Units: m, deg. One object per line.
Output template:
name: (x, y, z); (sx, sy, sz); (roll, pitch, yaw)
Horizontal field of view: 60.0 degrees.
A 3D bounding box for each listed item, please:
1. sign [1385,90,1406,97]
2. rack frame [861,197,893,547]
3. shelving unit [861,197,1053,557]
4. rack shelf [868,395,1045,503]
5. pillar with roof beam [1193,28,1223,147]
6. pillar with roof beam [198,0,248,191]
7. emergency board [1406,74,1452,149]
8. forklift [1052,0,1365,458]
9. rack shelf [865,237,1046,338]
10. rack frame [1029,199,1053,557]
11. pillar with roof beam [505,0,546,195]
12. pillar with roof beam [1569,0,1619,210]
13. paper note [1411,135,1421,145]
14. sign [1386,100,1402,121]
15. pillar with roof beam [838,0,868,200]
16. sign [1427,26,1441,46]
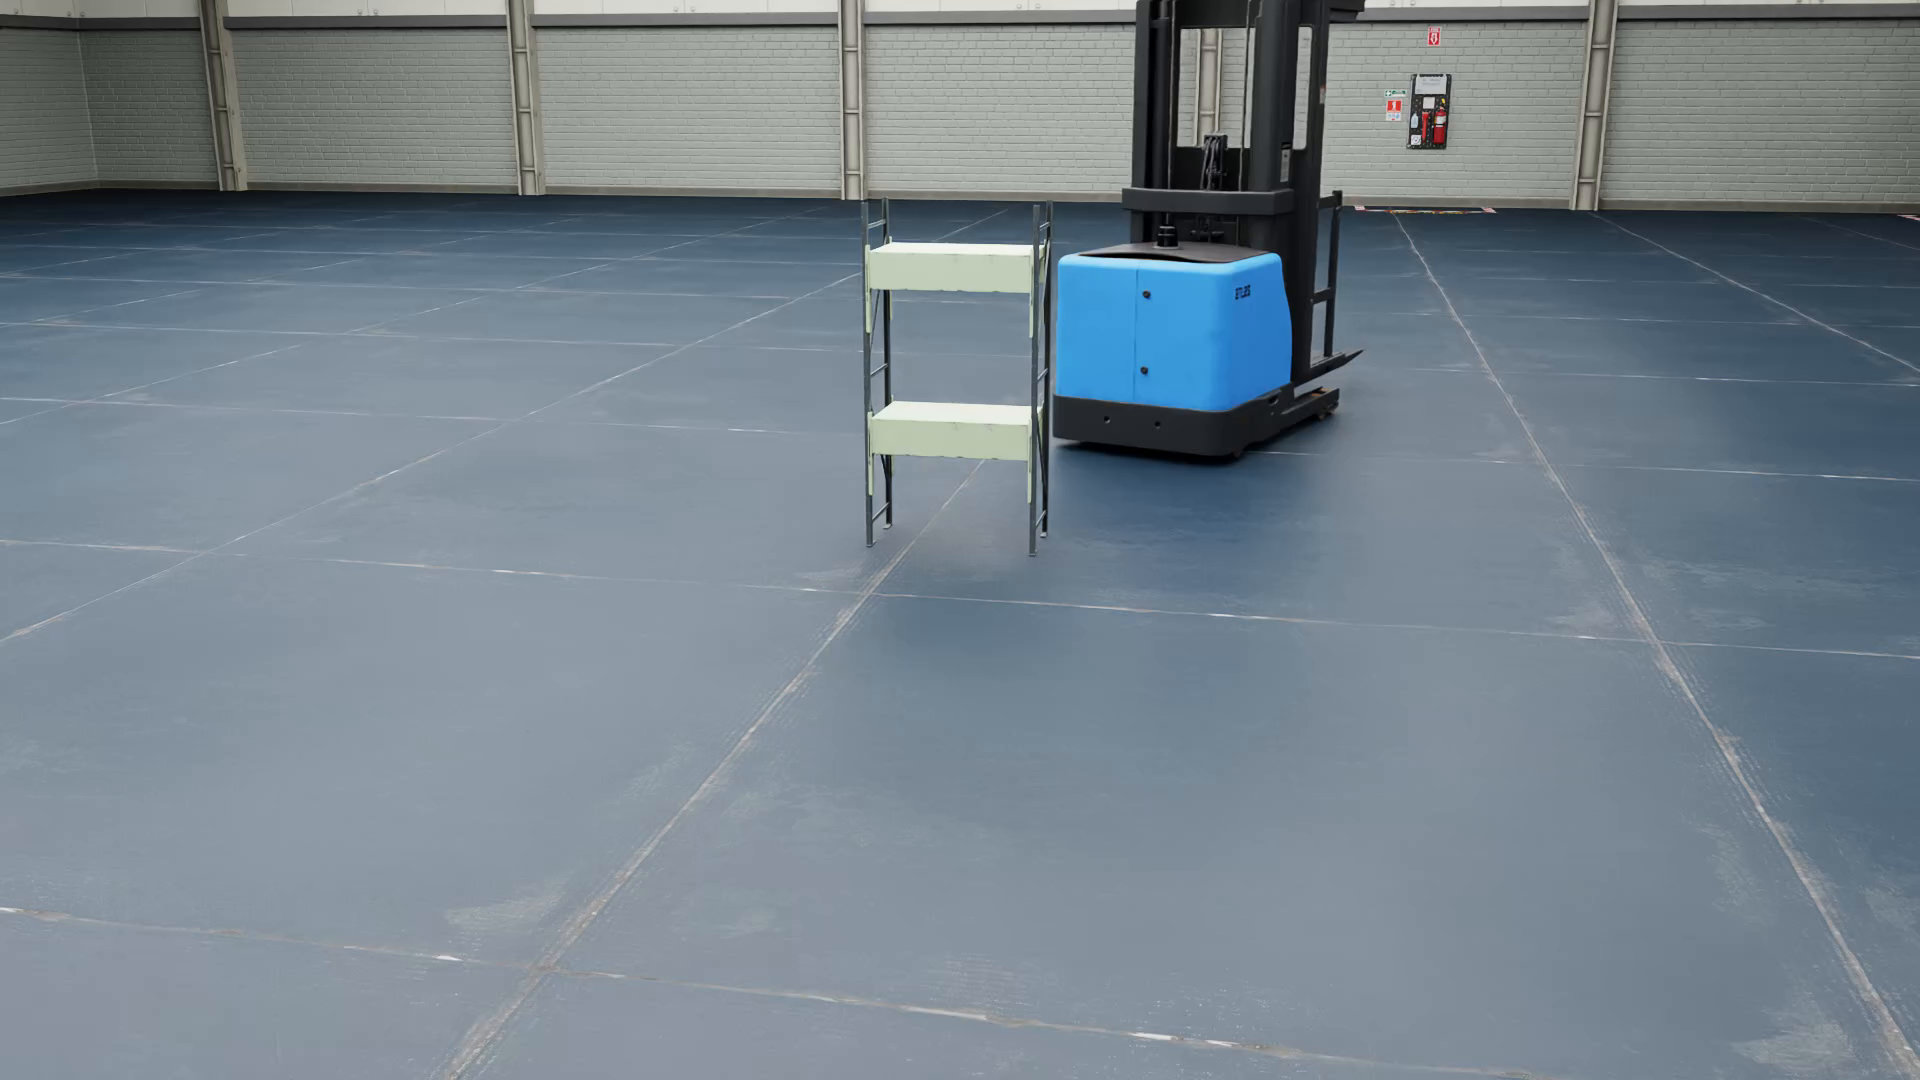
sign: (7.002, -7.182, 26.741); (0.331, 0.109, 0.001); (3, 16, 11)
rack frame: (-0.365, -0.743, 7.363); (0.023, 1.500, 0.400); (3, 16, 11)
shelving unit: (-0.007, -0.723, 7.293); (0.755, 1.500, 0.431); (3, 16, 11)
rack shelf: (-0.007, -0.409, 7.380); (0.720, 0.370, 0.431); (3, 16, 11)
pillar with roof beam: (3.197, -8.798, 22.397); (0.400, 9.000, 9.100); (3, 16, 11)
pillar with roof beam: (-14.442, -9.756, 25.854); (0.400, 9.000, 9.100); (3, 16, 11)
emergency board: (7.520, -6.856, 26.622); (0.643, 1.169, 0.194); (3, 16, 11)
forklift: (1.698, -2.198, 9.936); (1.130, 2.935, 3.031); (9, 18, 29)
rack shelf: (-0.007, -1.099, 7.189); (0.720, 0.370, 0.431); (3, 16, 11)
rack frame: (0.352, -0.704, 7.223); (0.023, 1.500, 0.400); (3, 16, 11)
pillar with roof beam: (-8.562, -9.437, 24.702); (0.400, 9.000, 9.100); (3, 16, 11)
pillar with roof beam: (9.077, -8.479, 21.245); (0.400, 9.000, 9.100); (3, 16, 11)
paper note: (7.361, -6.458, 26.839); (0.142, 0.148, 0.016); (3, 16, 11)
sign: (6.999, -6.929, 26.821); (0.234, 0.329, 0.001); (3, 16, 11)
pillar with roof beam: (-2.683, -9.117, 23.549); (0.400, 9.000, 9.100); (3, 16, 11)
sign: (7.532, -7.999, 26.408); (0.199, 0.298, 0.001); (3, 16, 11)
